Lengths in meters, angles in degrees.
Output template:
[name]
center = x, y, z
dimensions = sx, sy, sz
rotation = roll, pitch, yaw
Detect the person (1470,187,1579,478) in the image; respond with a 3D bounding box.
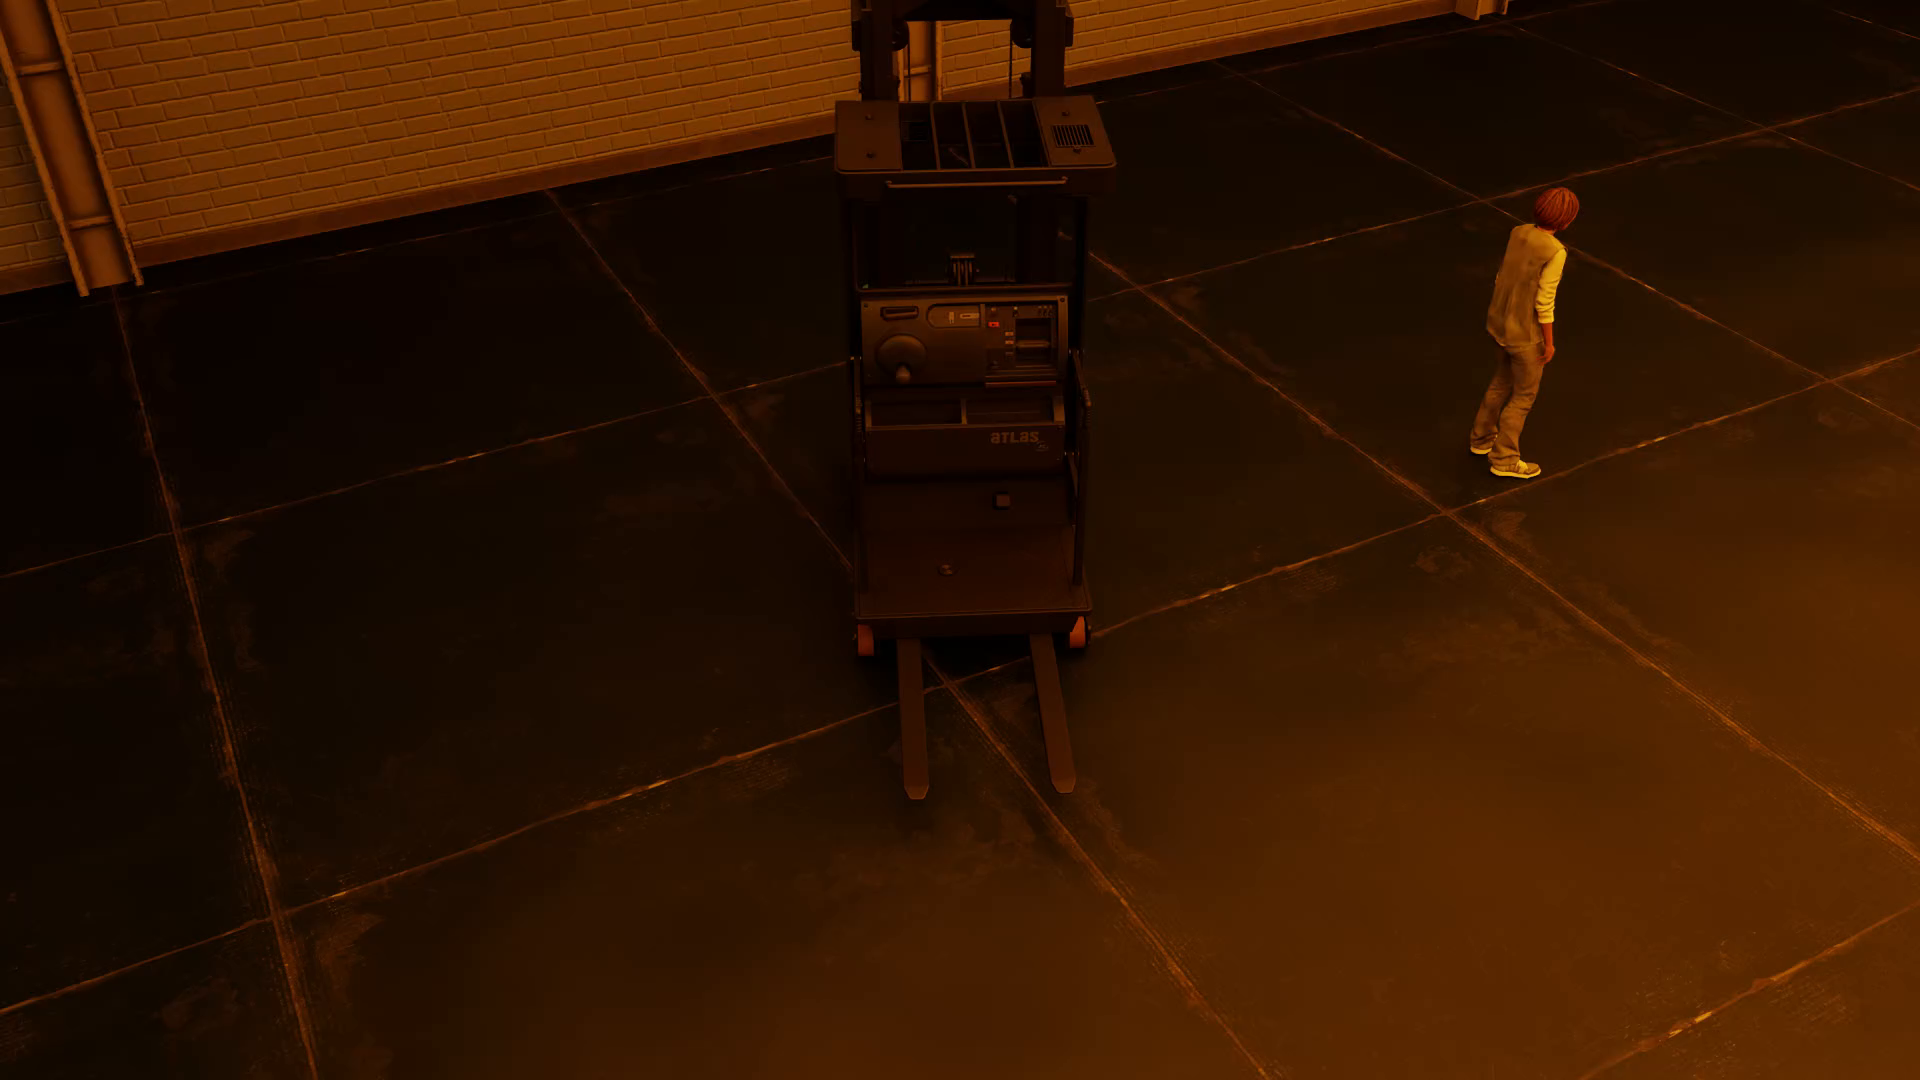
[person]
center = 2.989, -1.106, 8.847
dimensions = 0.342, 1.593, 0.485
rotation = -10, 36, -13

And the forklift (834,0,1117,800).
[forklift]
center = 0.037, -0.840, 7.312
dimensions = 1.130, 2.935, 3.031
rotation = -2, 35, -3
